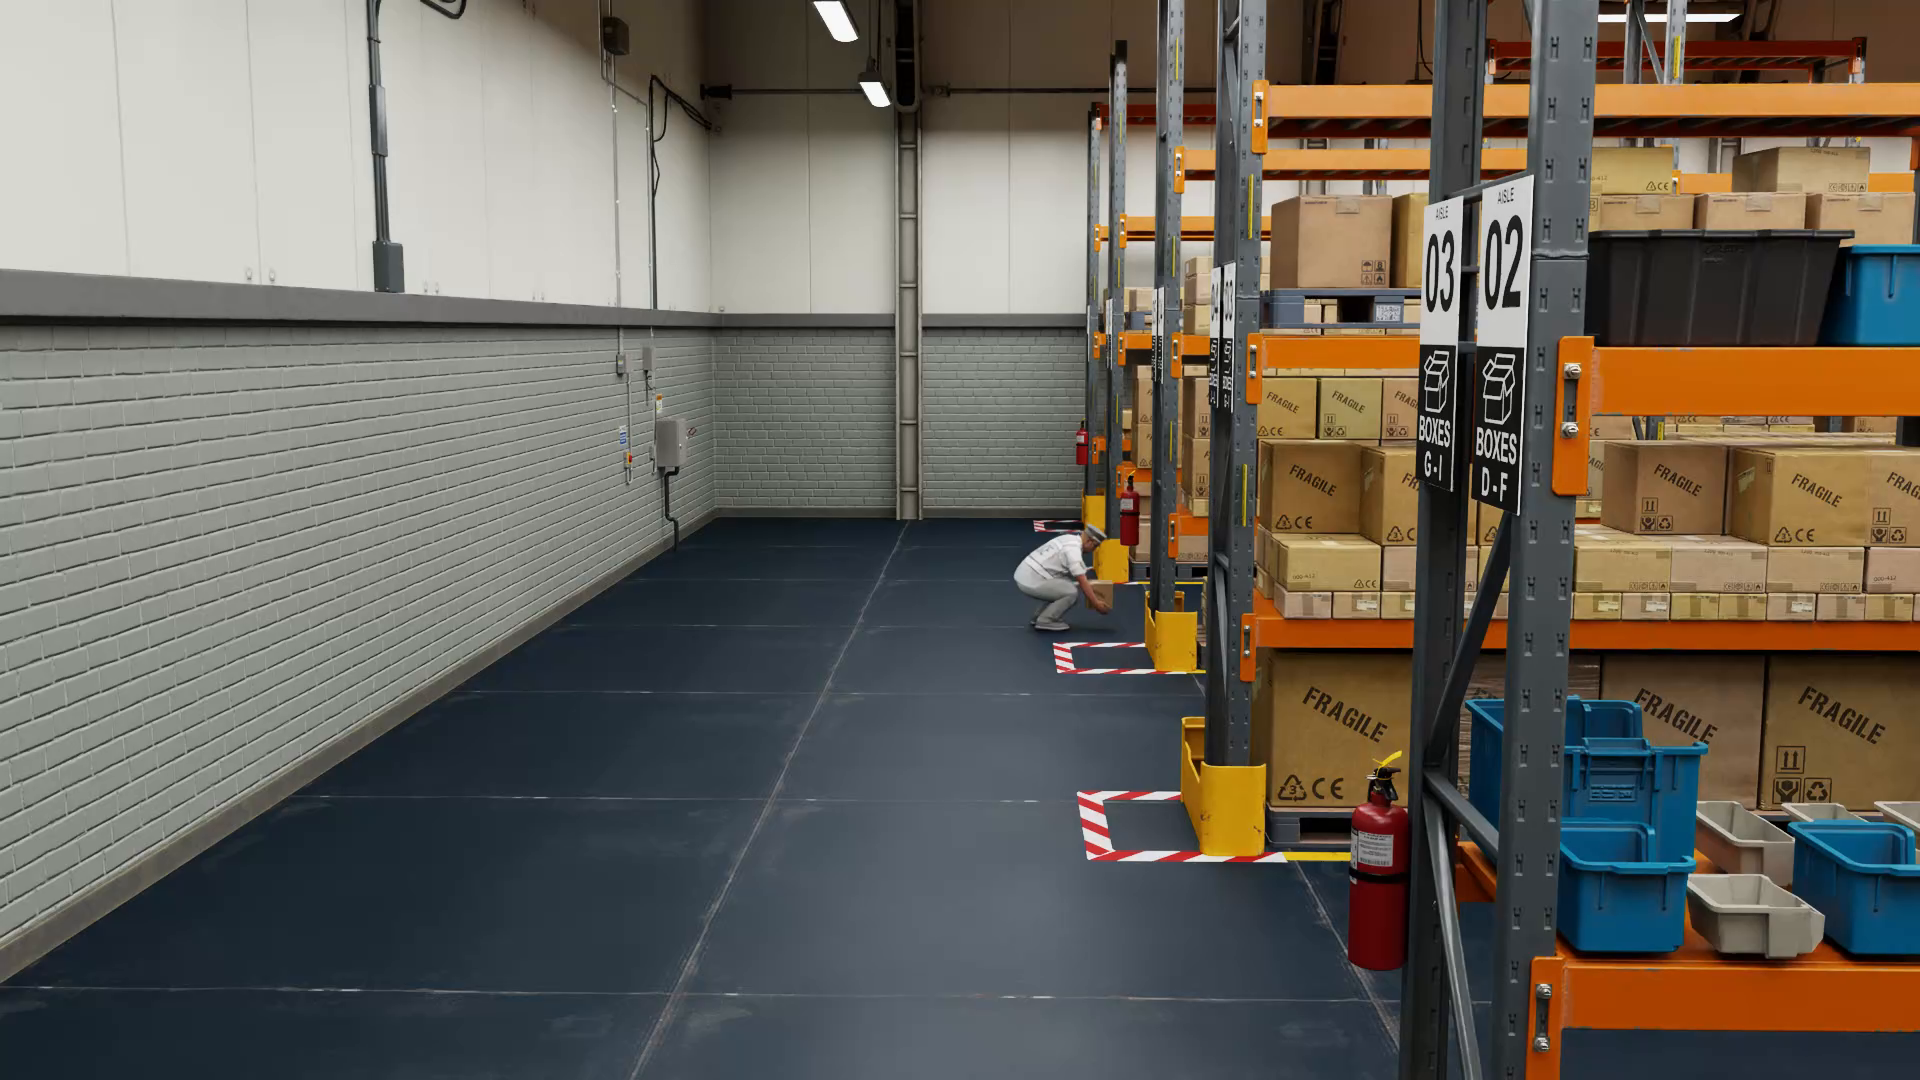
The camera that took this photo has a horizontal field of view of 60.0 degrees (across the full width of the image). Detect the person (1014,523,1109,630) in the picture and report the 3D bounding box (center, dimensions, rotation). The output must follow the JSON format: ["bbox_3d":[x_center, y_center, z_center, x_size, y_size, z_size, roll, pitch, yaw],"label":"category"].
[{"bbox_3d":[0.972,0.348,15.990,0.910,1.009,0.557,0,7,1],"label":"person"}]
